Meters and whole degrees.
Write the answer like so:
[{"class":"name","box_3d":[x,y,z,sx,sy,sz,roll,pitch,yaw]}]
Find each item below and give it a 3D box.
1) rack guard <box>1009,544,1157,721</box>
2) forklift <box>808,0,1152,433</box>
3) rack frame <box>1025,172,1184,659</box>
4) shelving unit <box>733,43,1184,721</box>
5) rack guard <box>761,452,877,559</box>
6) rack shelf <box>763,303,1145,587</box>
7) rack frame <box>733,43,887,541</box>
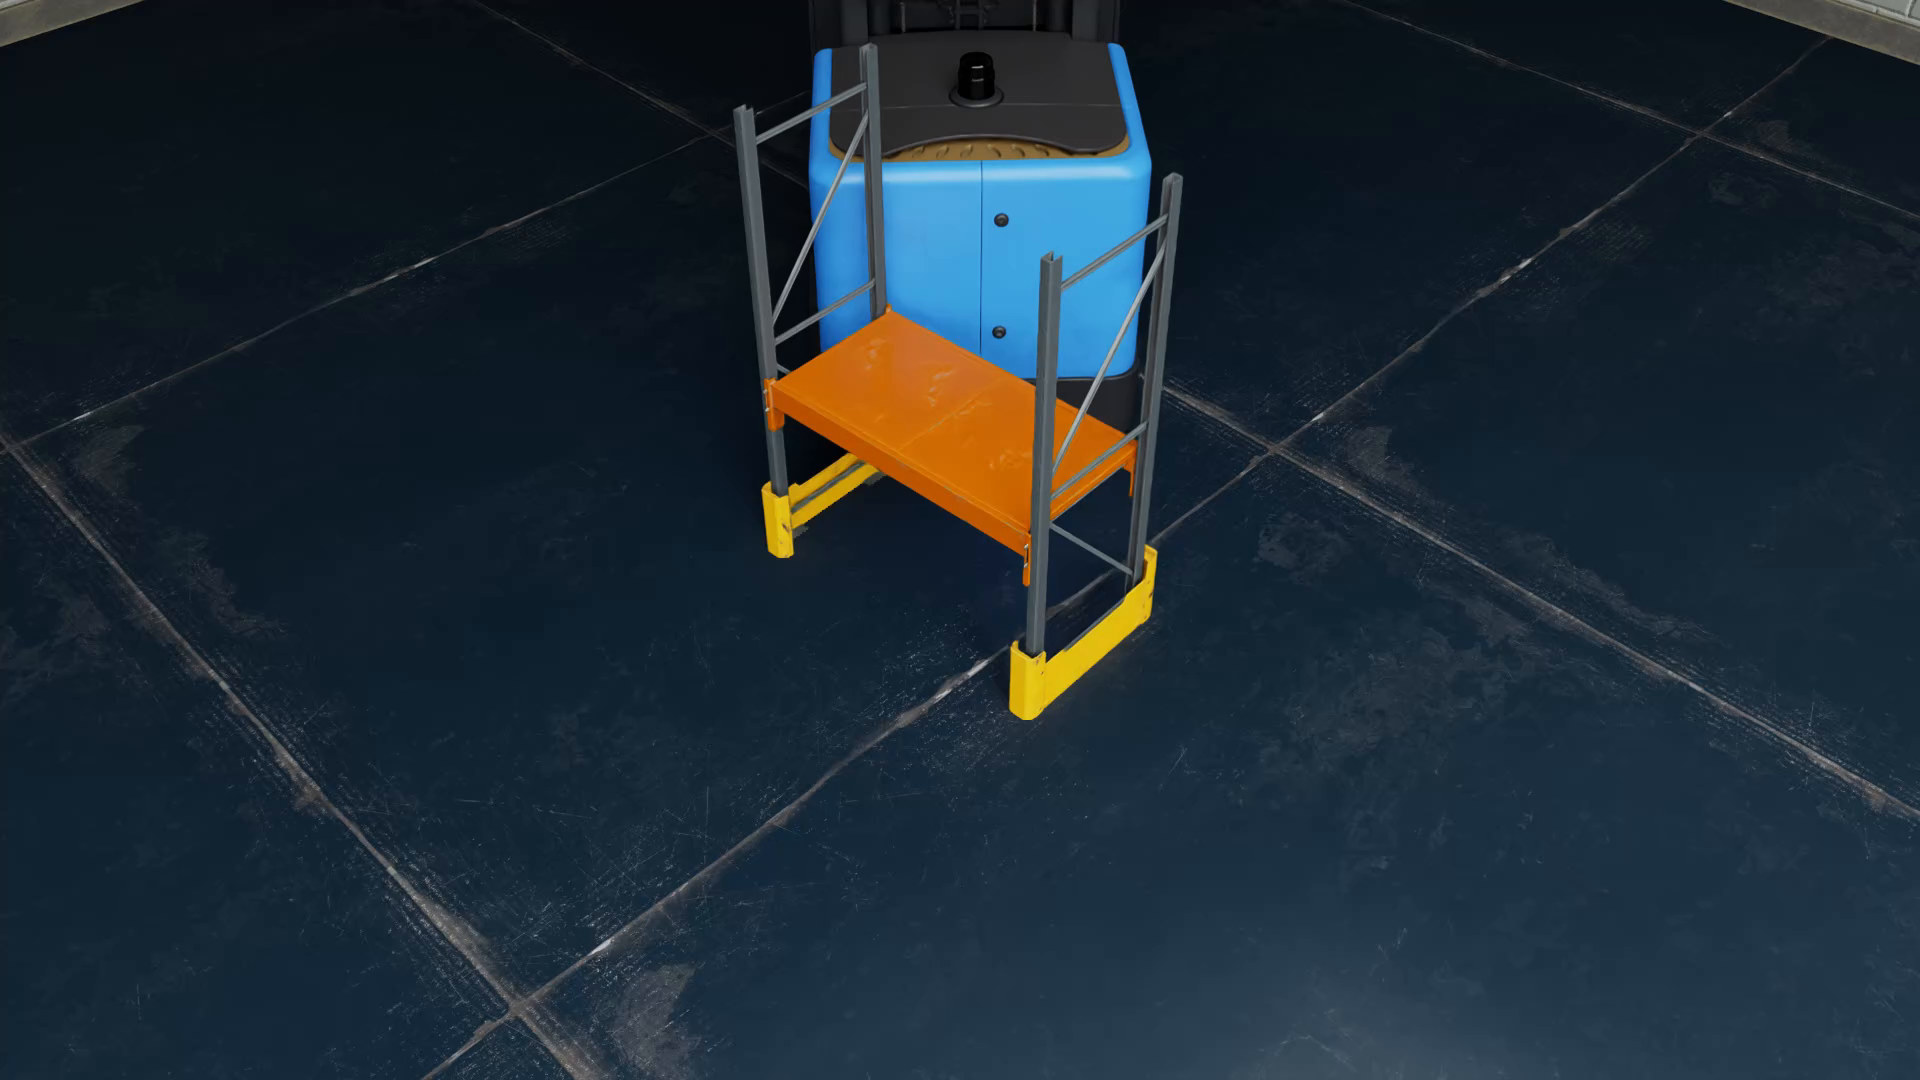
[{"class":"rack guard","box_3d":[0.357,0.258,4.786,0.087,0.250,0.587,31,51,29]},{"class":"forklift","box_3d":[0.004,-2.381,5.668,1.130,2.935,3.031,-2,43,-2]},{"class":"rack frame","box_3d":[0.358,-0.200,4.361,0.032,1.500,0.500,31,51,29]},{"class":"shelving unit","box_3d":[-0.014,-0.426,4.606,1.083,1.500,0.587,31,51,29]},{"class":"rack guard","box_3d":[-0.385,-0.193,5.274,0.087,0.250,0.587,31,51,29]},{"class":"rack shelf","box_3d":[-0.021,-0.298,4.733,1.000,0.185,0.538,31,51,29]},{"class":"rack frame","box_3d":[-0.399,-0.661,4.860,0.032,1.500,0.500,31,51,29]}]
